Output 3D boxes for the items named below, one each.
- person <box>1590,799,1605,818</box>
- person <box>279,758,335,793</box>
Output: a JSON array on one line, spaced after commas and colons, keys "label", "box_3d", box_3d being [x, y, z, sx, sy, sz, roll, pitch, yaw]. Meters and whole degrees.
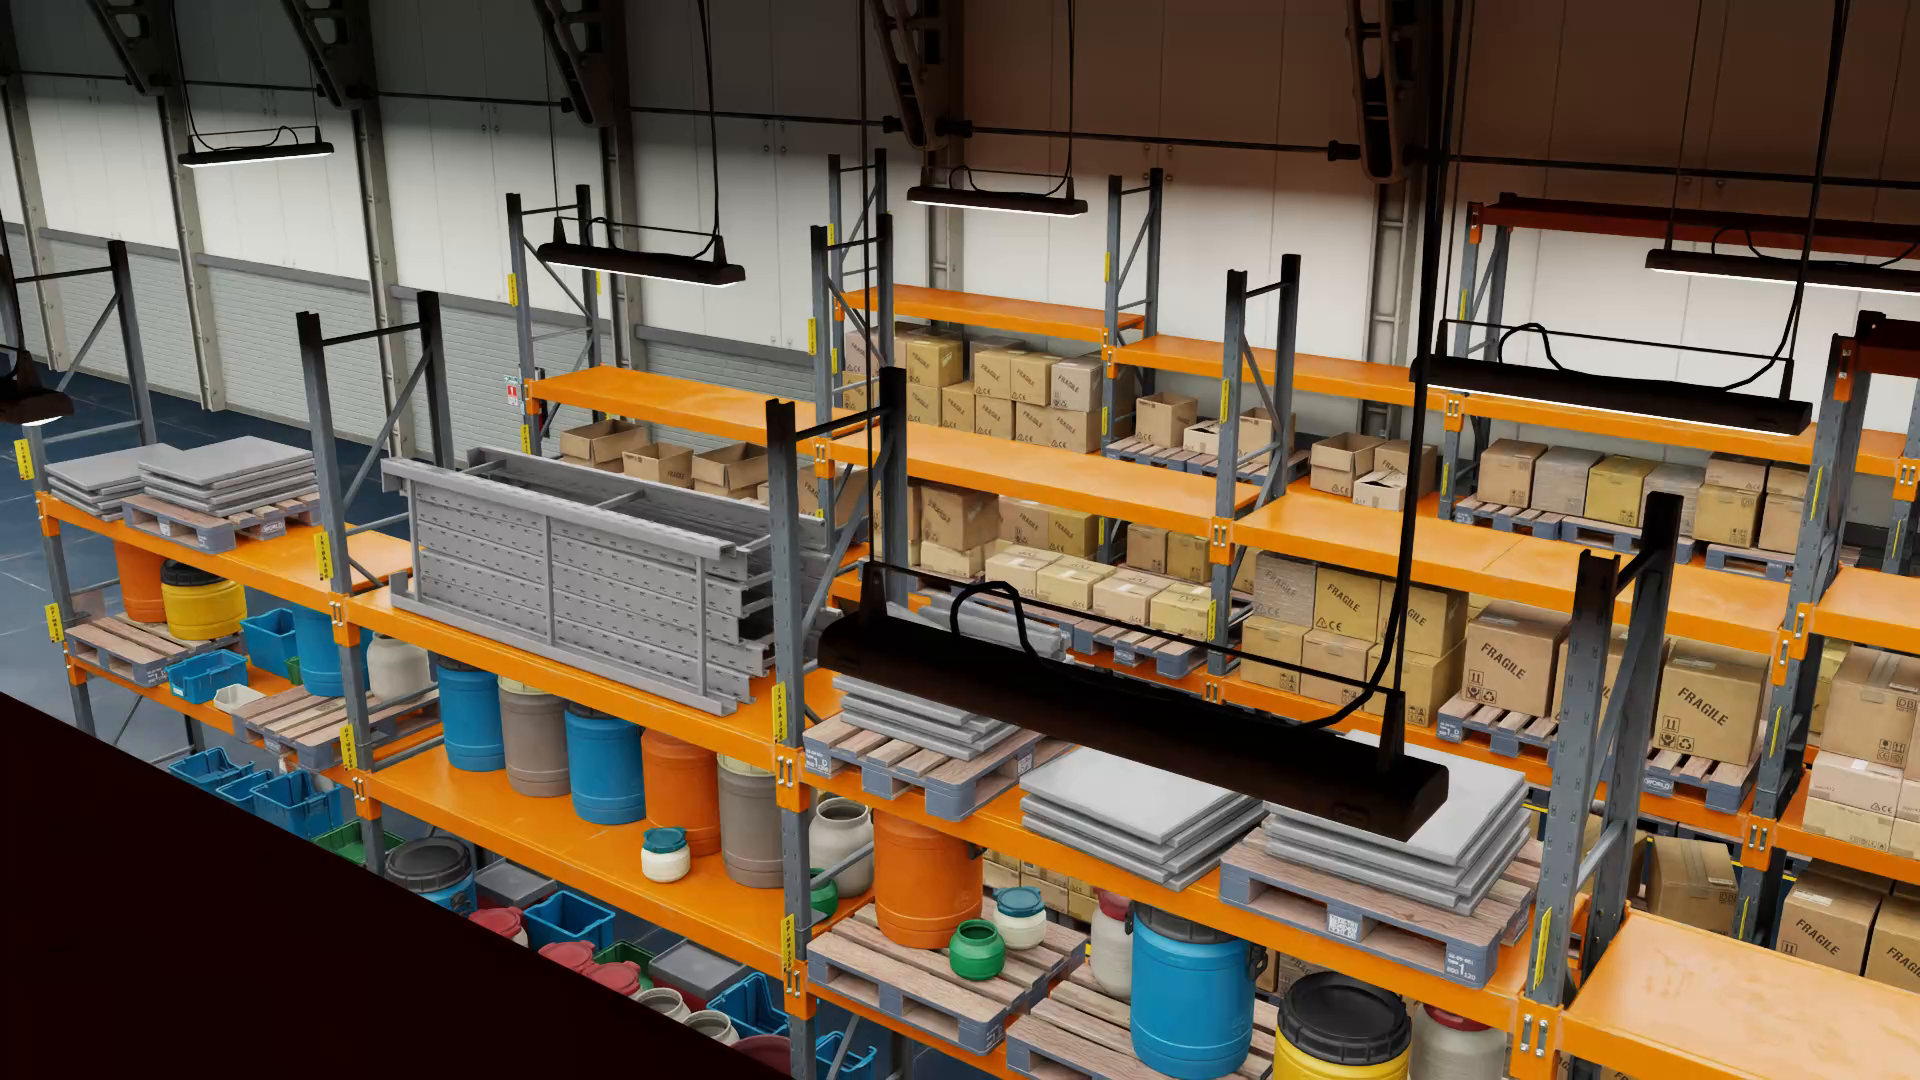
[{"label": "person", "box_3d": [5.175, 2.860, 13.828, 1.081, 1.711, 0.620, 12, 22, 32]}, {"label": "person", "box_3d": [-6.301, 2.225, 15.959, 0.606, 1.712, 0.508, 10, 21, 27]}]
